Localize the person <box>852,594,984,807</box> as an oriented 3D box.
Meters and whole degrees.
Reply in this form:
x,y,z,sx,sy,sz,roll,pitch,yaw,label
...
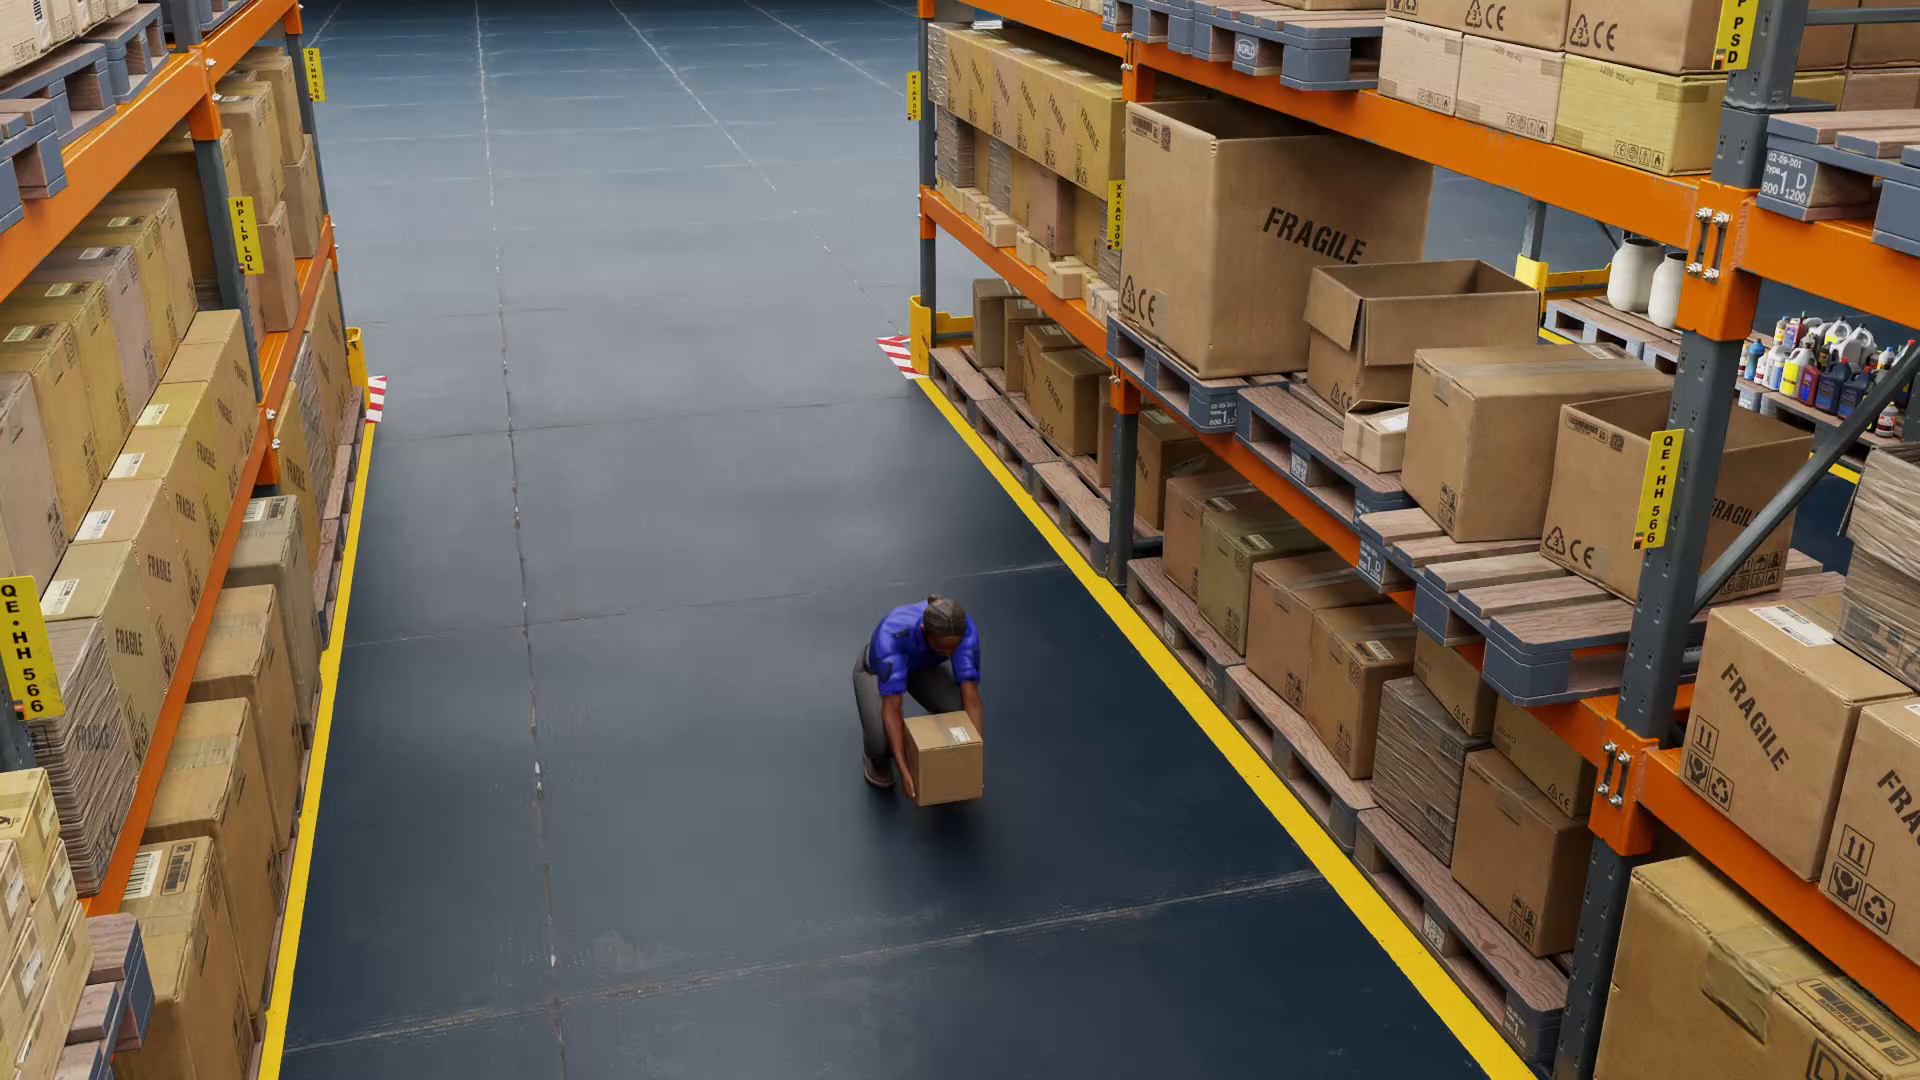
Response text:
x,y,z,sx,sy,sz,roll,pitch,yaw,label
-0.163,0.591,6.652,0.468,0.942,0.844,-7,24,-15,person
